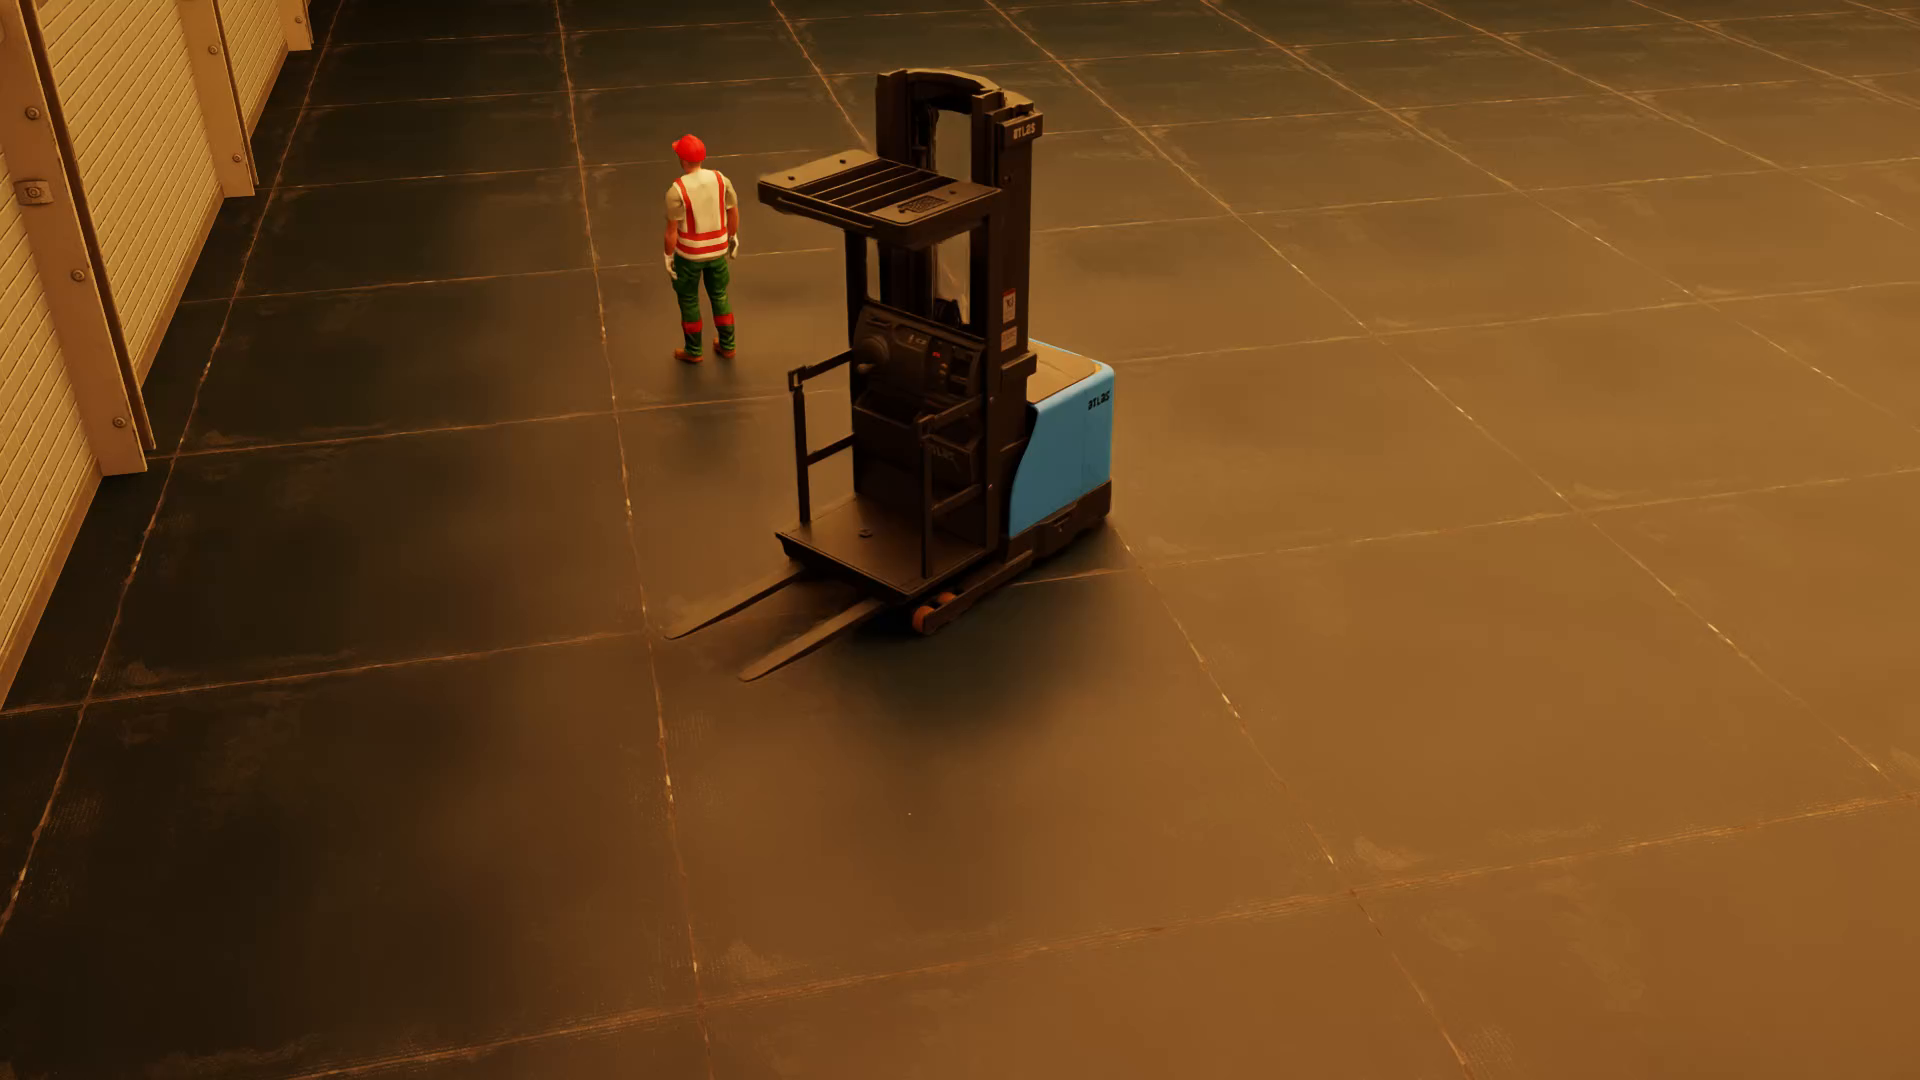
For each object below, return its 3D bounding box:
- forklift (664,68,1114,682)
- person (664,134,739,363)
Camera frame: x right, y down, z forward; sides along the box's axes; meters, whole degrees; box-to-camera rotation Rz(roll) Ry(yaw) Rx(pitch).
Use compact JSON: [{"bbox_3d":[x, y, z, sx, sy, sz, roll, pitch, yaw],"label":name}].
[{"bbox_3d":[-0.385,-1.009,9.318,1.130,2.935,3.031,24,38,35],"label":"forklift"},{"bbox_3d":[-1.960,-2.183,12.501,0.633,1.803,0.482,-18,35,-28],"label":"person"}]
